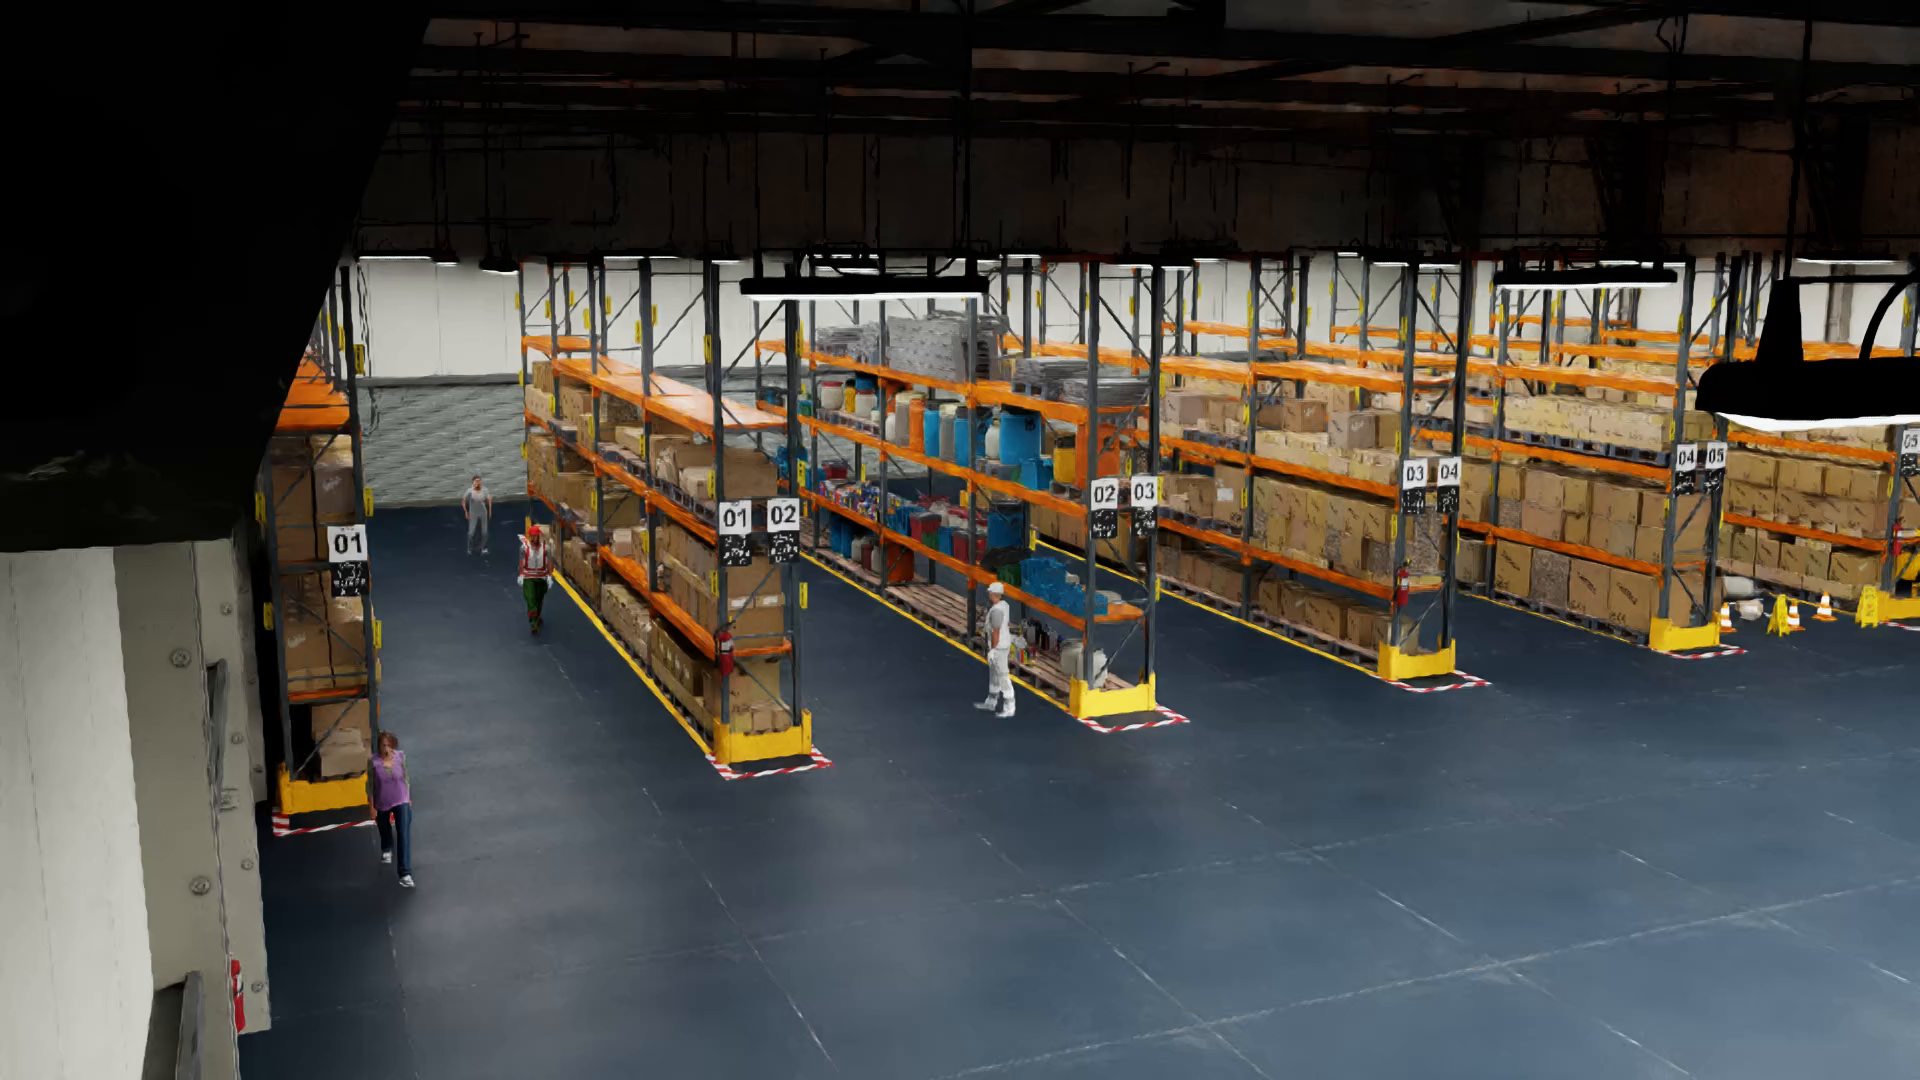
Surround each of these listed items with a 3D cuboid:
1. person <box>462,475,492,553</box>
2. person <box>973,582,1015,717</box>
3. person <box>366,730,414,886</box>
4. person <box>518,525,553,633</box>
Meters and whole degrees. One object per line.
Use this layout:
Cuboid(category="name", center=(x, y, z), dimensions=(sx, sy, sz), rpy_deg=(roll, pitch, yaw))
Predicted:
Cuboid(category="person", center=(-9.688, -0.516, 33.400), dimensions=(0.580, 1.618, 0.507), rpy_deg=(-5, 11, -24))
Cuboid(category="person", center=(0.457, 1.430, 22.179), dimensions=(0.577, 1.785, 0.655), rpy_deg=(1, 10, 5))
Cuboid(category="person", center=(-5.669, 2.606, 16.509), dimensions=(0.417, 1.517, 1.037), rpy_deg=(-4, 11, -19))
Cuboid(category="person", center=(-6.864, 0.595, 26.958), dimensions=(0.550, 1.709, 1.128), rpy_deg=(-5, 11, -24))
